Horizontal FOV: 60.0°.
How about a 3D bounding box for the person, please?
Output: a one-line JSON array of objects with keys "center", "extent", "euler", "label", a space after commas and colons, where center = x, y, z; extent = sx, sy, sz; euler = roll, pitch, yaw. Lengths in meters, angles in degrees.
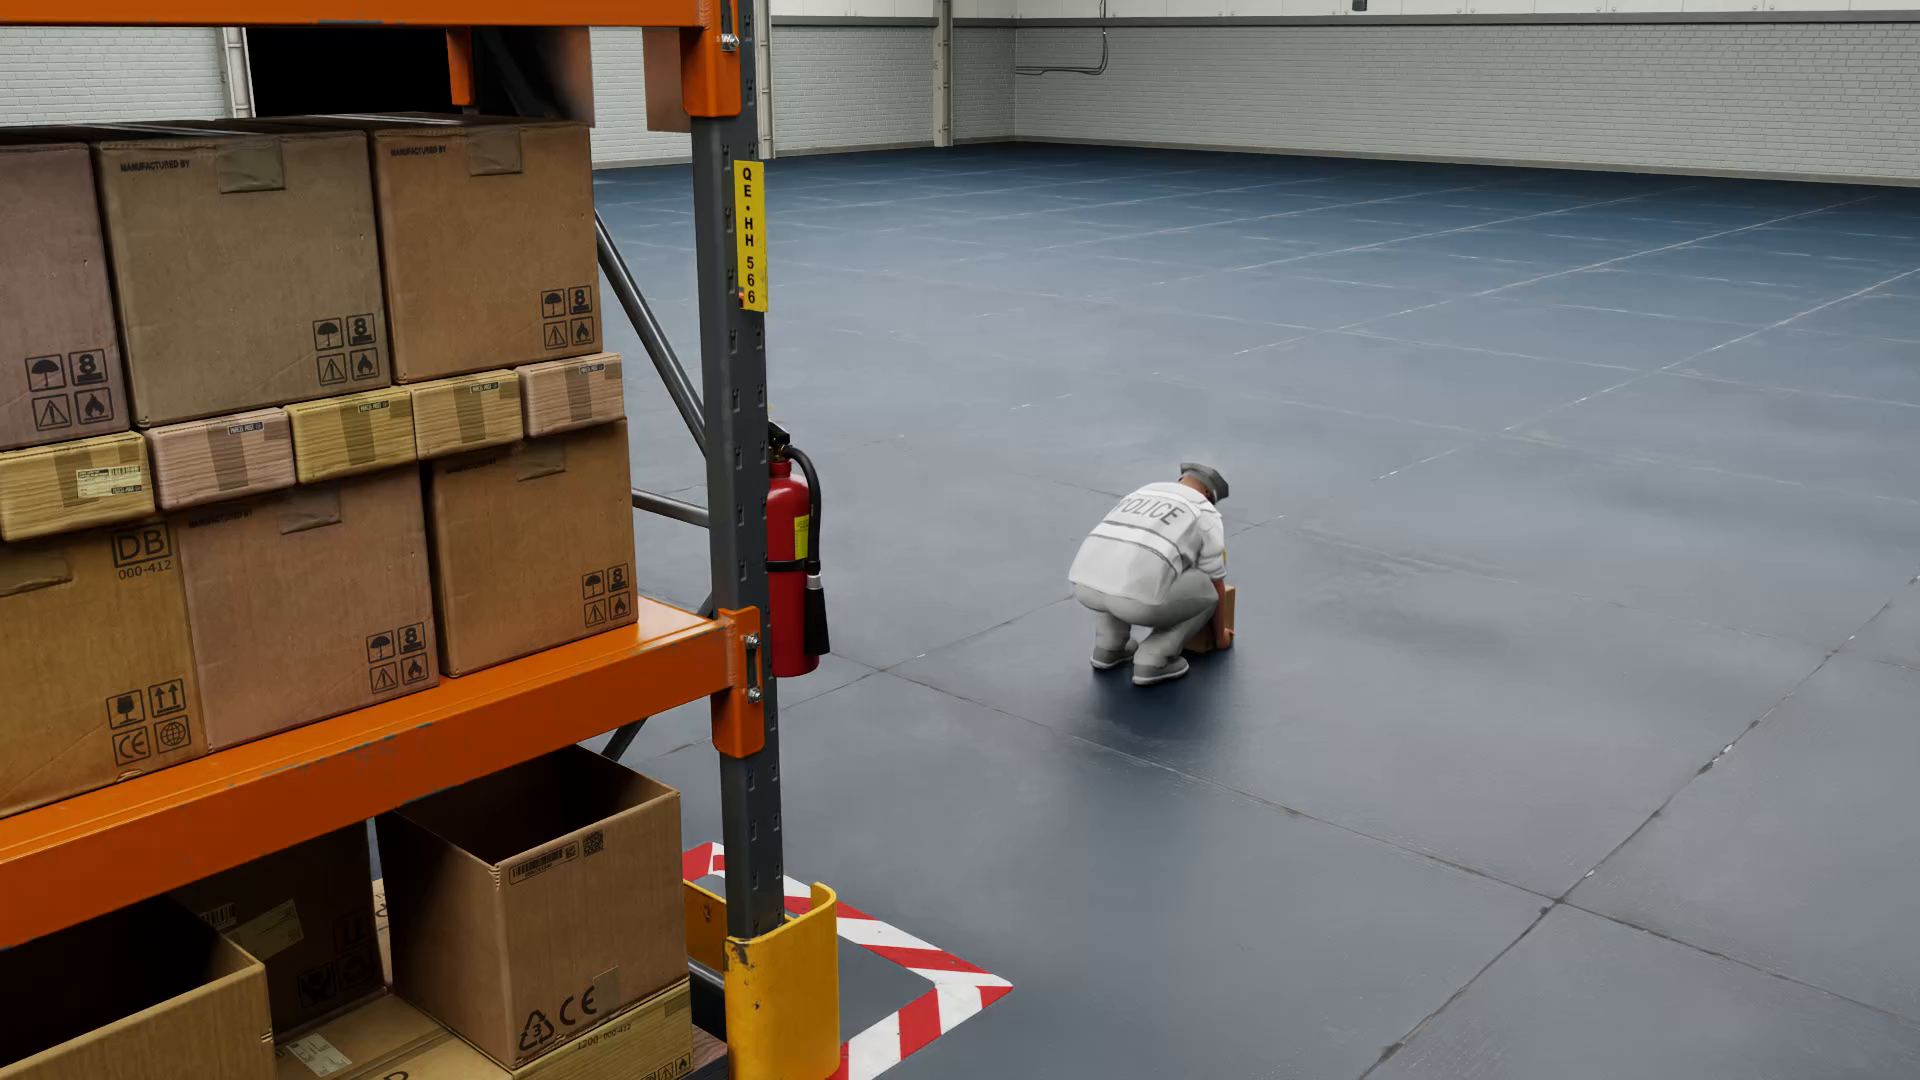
[{"center": [0.864, 0.167, 7.228], "extent": [0.540, 0.893, 0.993], "euler": [14, 22, 39], "label": "person"}]
